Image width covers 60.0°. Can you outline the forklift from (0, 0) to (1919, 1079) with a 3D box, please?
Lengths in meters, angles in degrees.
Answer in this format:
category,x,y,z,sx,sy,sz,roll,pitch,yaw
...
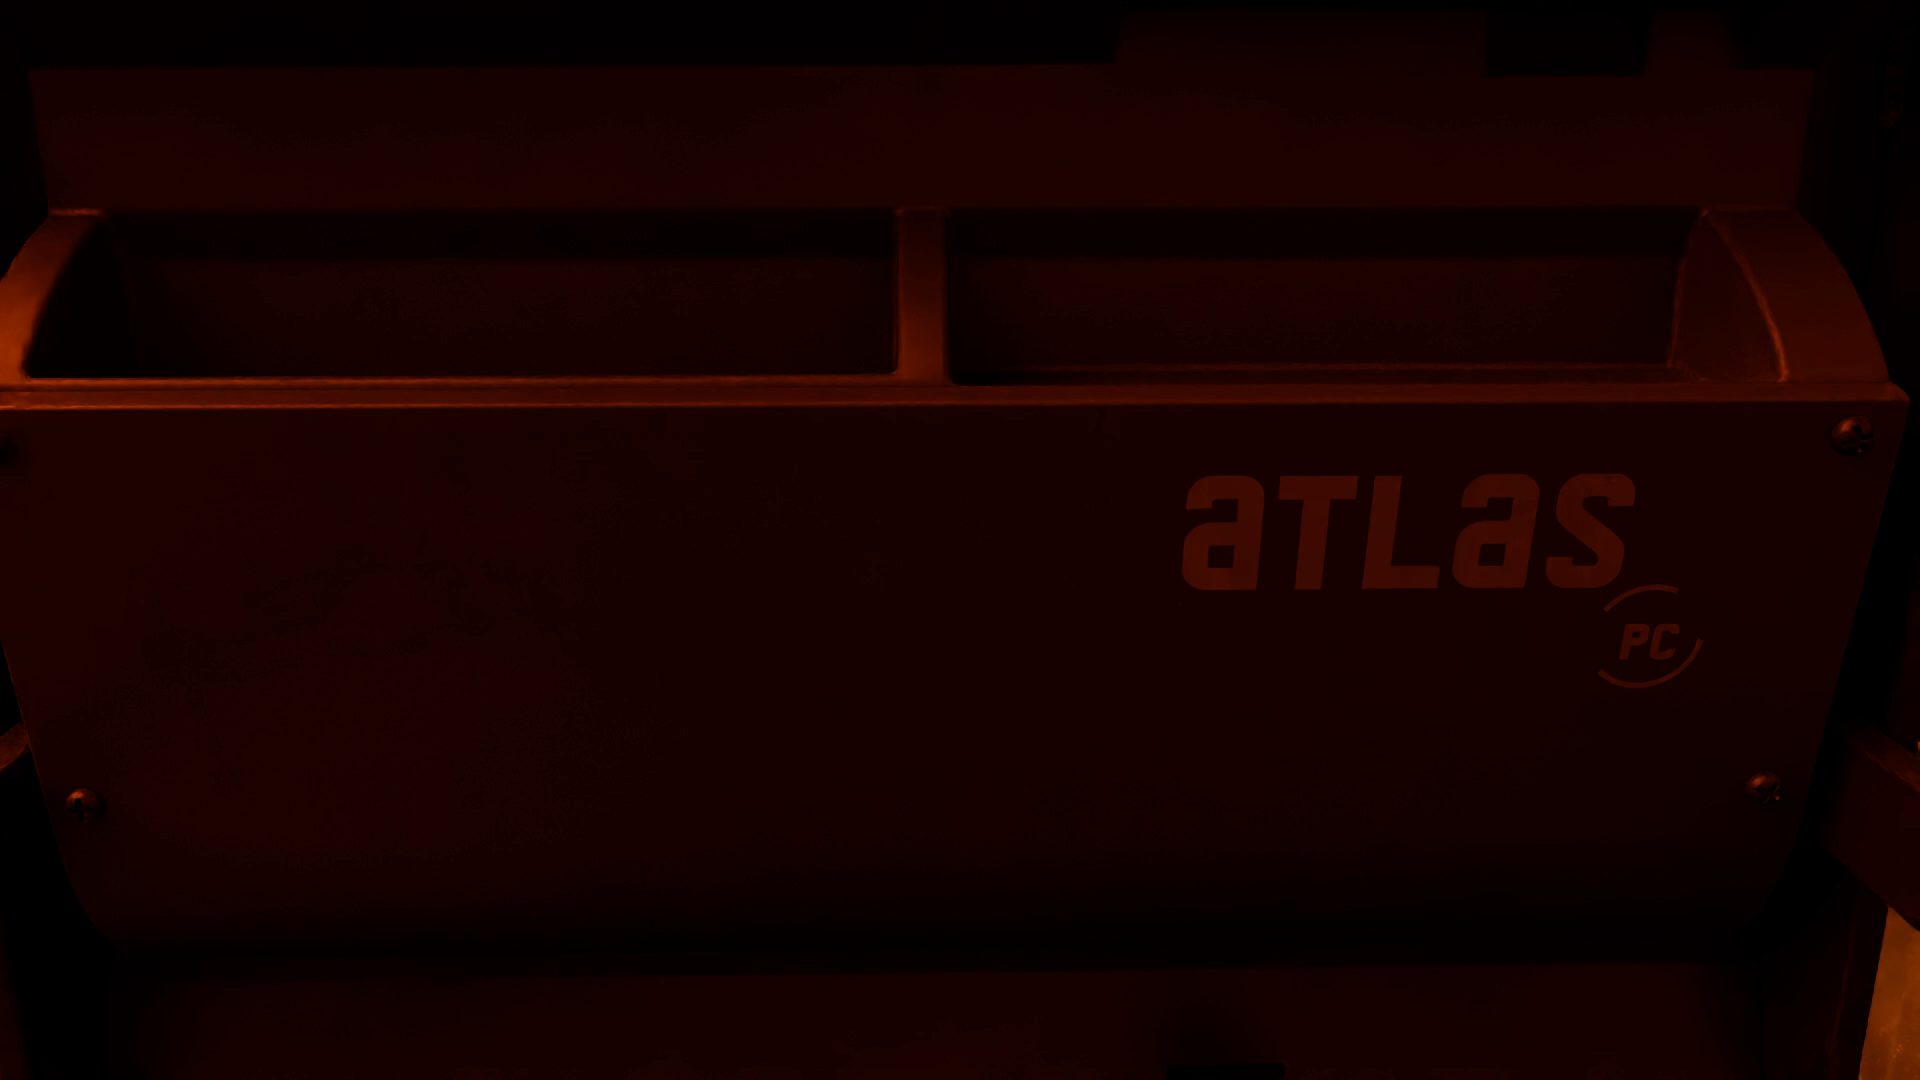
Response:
category,x,y,z,sx,sy,sz,roll,pitch,yaw
forklift,-0.005,-0.490,0.512,1.130,2.935,3.031,0,17,-1
